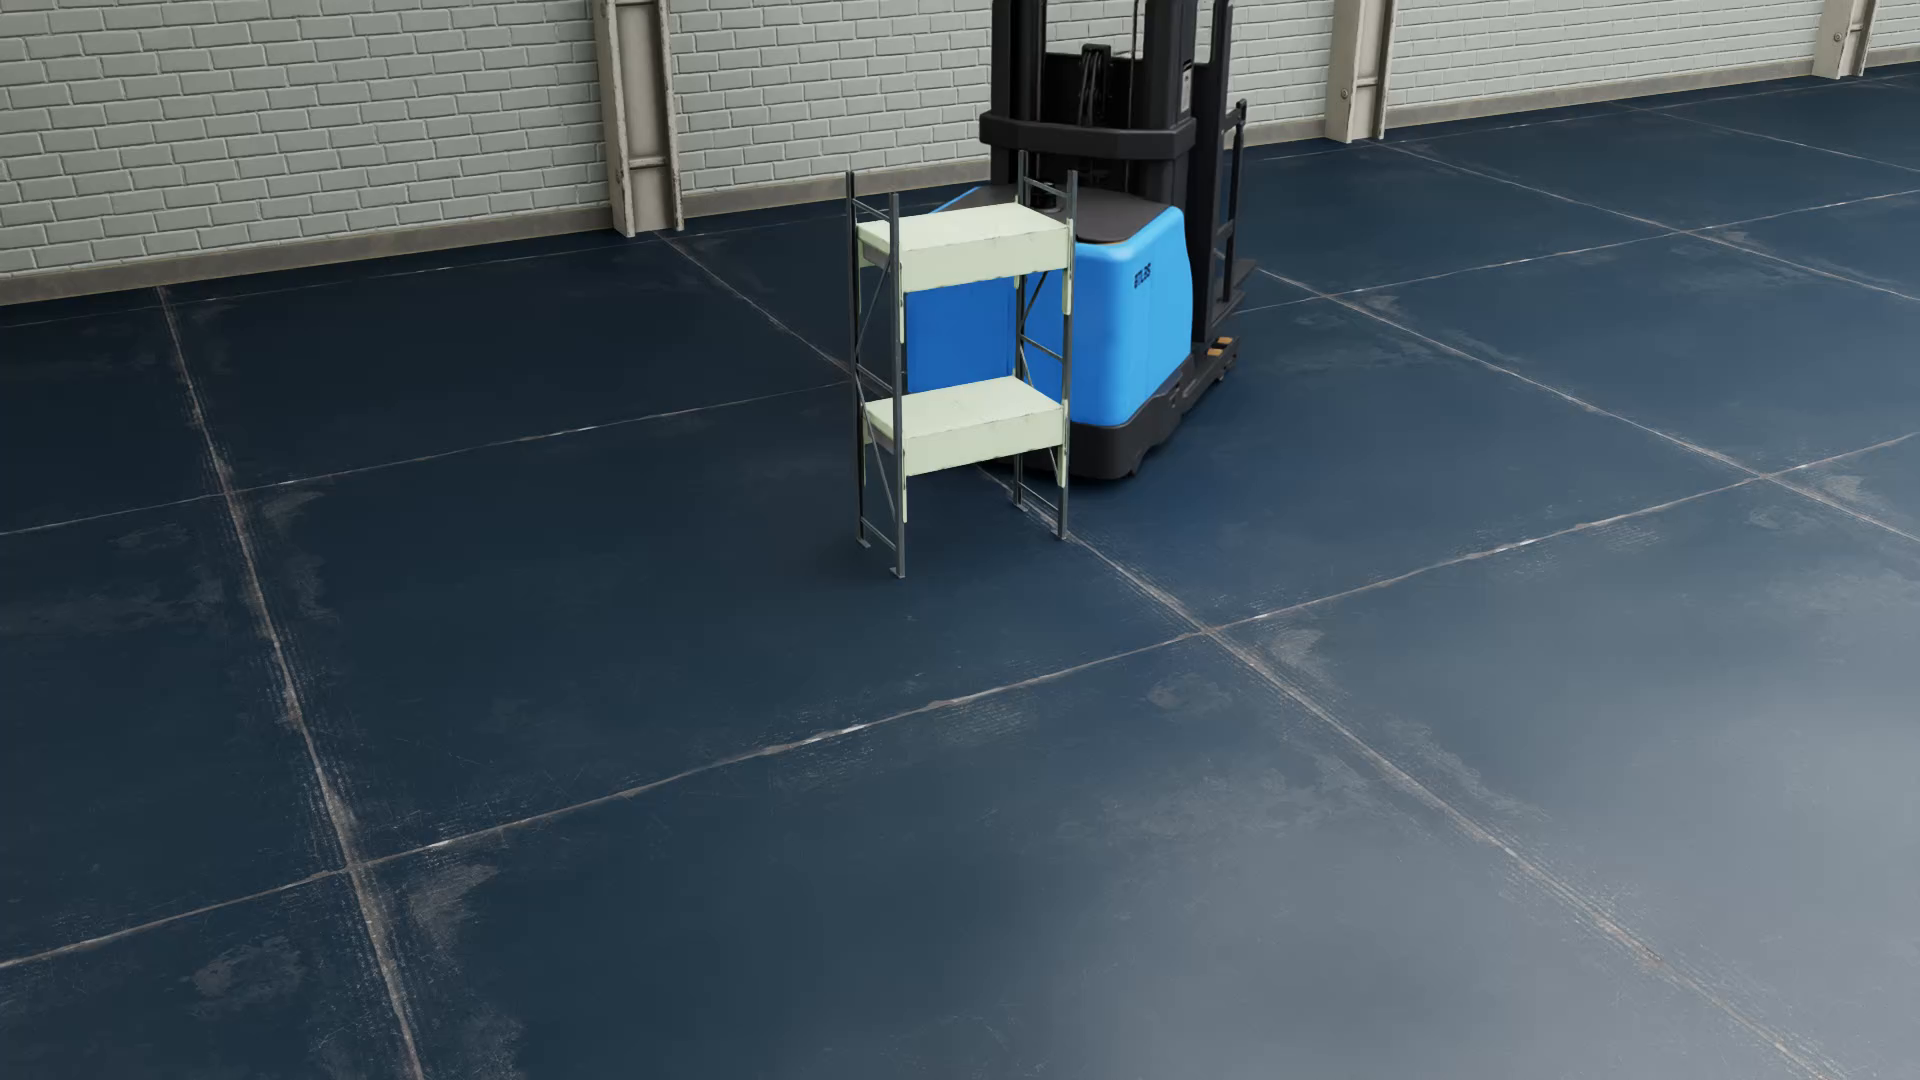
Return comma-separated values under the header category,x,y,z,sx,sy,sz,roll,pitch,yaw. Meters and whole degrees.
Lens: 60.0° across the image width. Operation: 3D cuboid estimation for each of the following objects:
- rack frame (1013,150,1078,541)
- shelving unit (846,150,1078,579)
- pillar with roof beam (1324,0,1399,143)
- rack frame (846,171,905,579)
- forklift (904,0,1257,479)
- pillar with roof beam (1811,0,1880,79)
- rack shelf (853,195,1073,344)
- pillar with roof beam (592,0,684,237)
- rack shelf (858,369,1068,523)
category,x,y,z,sx,sy,sz,roll,pitch,yaw
rack frame,0.329,-0.752,6.583,0.023,1.500,0.400,-13,29,-25
shelving unit,0.006,-0.677,6.428,0.755,1.500,0.431,-13,29,-25
pillar with roof beam,5.244,-5.713,8.252,0.400,9.000,9.100,-13,29,-25
rack frame,-0.317,-0.603,6.273,0.023,1.500,0.400,-13,29,-25
forklift,0.800,-2.192,7.928,1.130,2.935,3.031,11,28,21
pillar with roof beam,10.538,-6.935,10.797,0.400,9.000,9.100,-13,29,-25
rack shelf,0.006,-1.029,6.259,0.720,0.370,0.431,-13,29,-25
pillar with roof beam,-0.050,-4.491,5.706,0.400,9.000,9.100,-13,29,-25
rack shelf,0.006,-0.384,6.569,0.720,0.370,0.431,-13,29,-25
